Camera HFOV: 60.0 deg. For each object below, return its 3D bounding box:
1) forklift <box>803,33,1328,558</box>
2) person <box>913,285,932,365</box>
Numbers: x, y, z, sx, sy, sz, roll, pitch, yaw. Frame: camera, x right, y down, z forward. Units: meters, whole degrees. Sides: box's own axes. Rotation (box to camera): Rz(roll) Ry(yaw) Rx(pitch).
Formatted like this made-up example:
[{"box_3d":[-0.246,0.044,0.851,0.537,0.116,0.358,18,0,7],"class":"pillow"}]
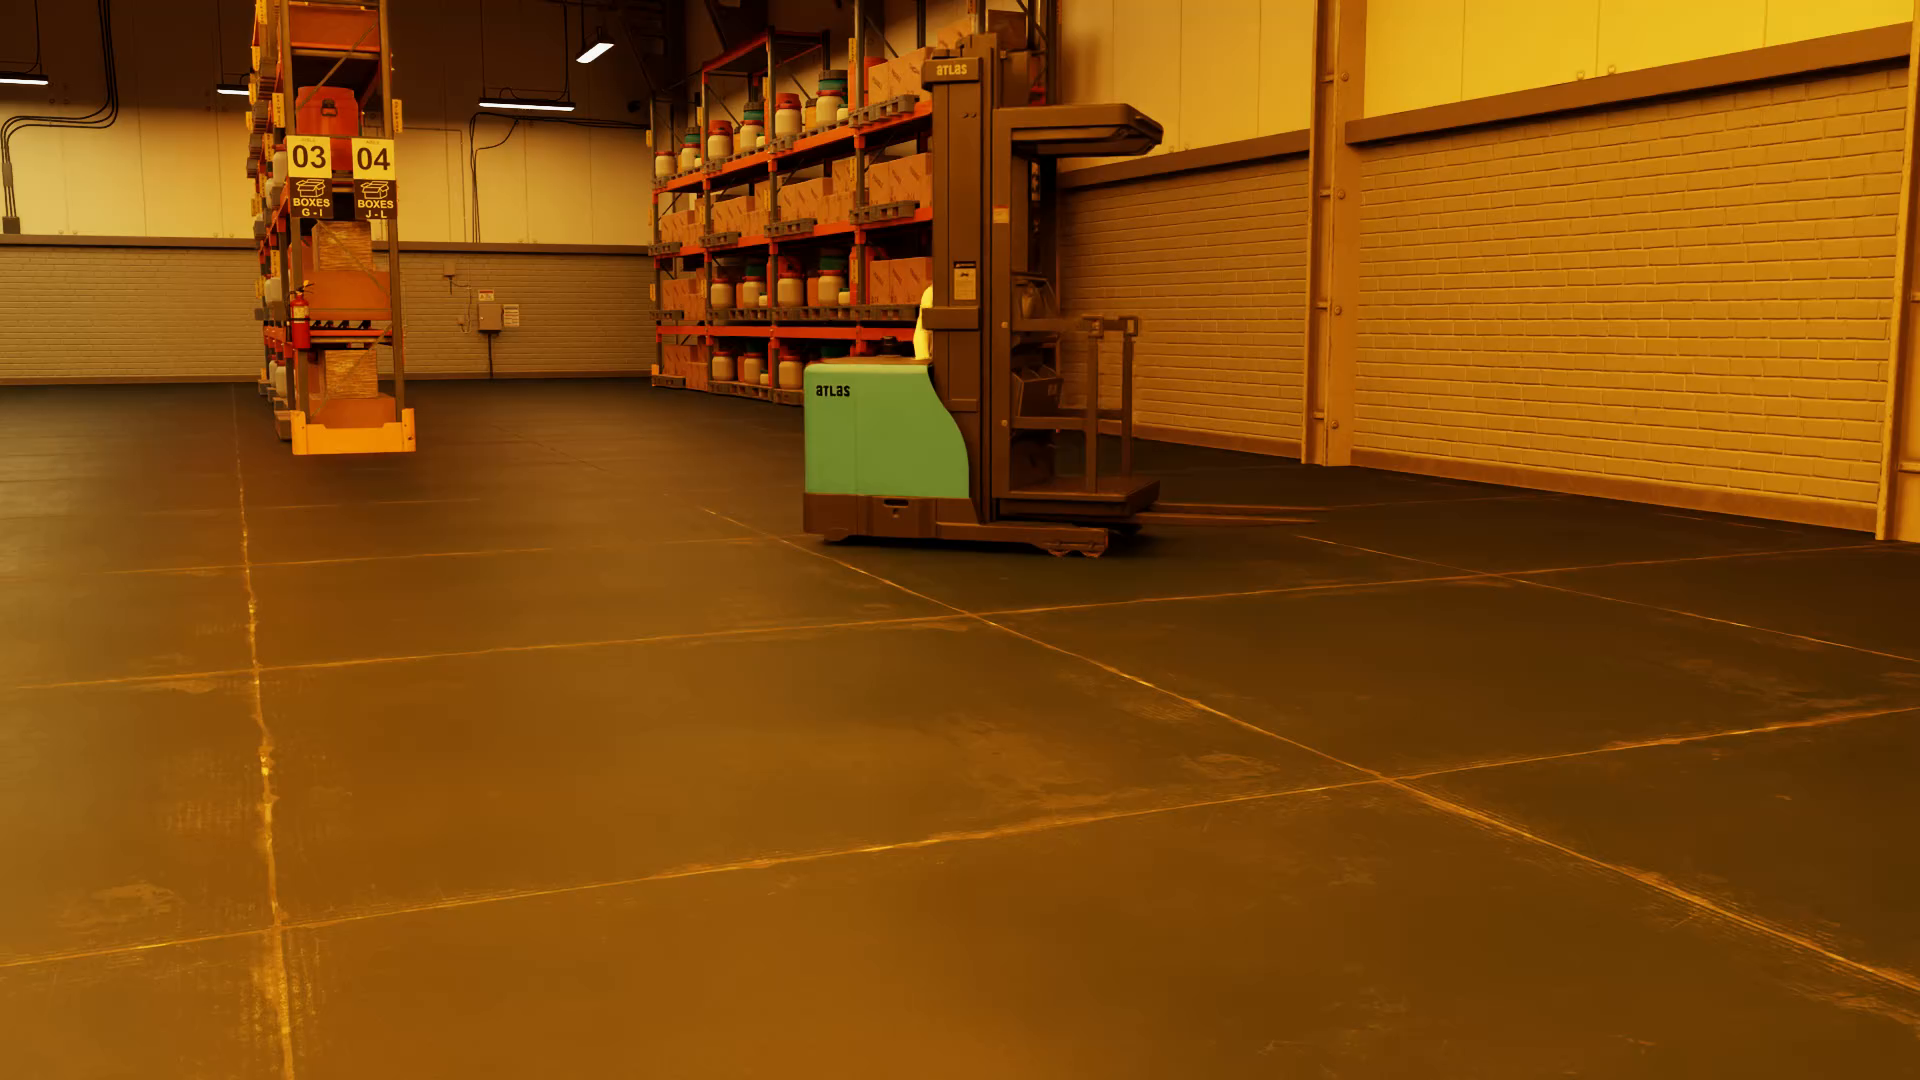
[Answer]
[{"box_3d":[0.633,-1.431,9.794,3.031,2.935,1.130,2,8,17],"class":"forklift"},{"box_3d":[0.018,-0.979,9.962,0.590,1.676,0.549,-3,8,-23],"class":"person"}]
